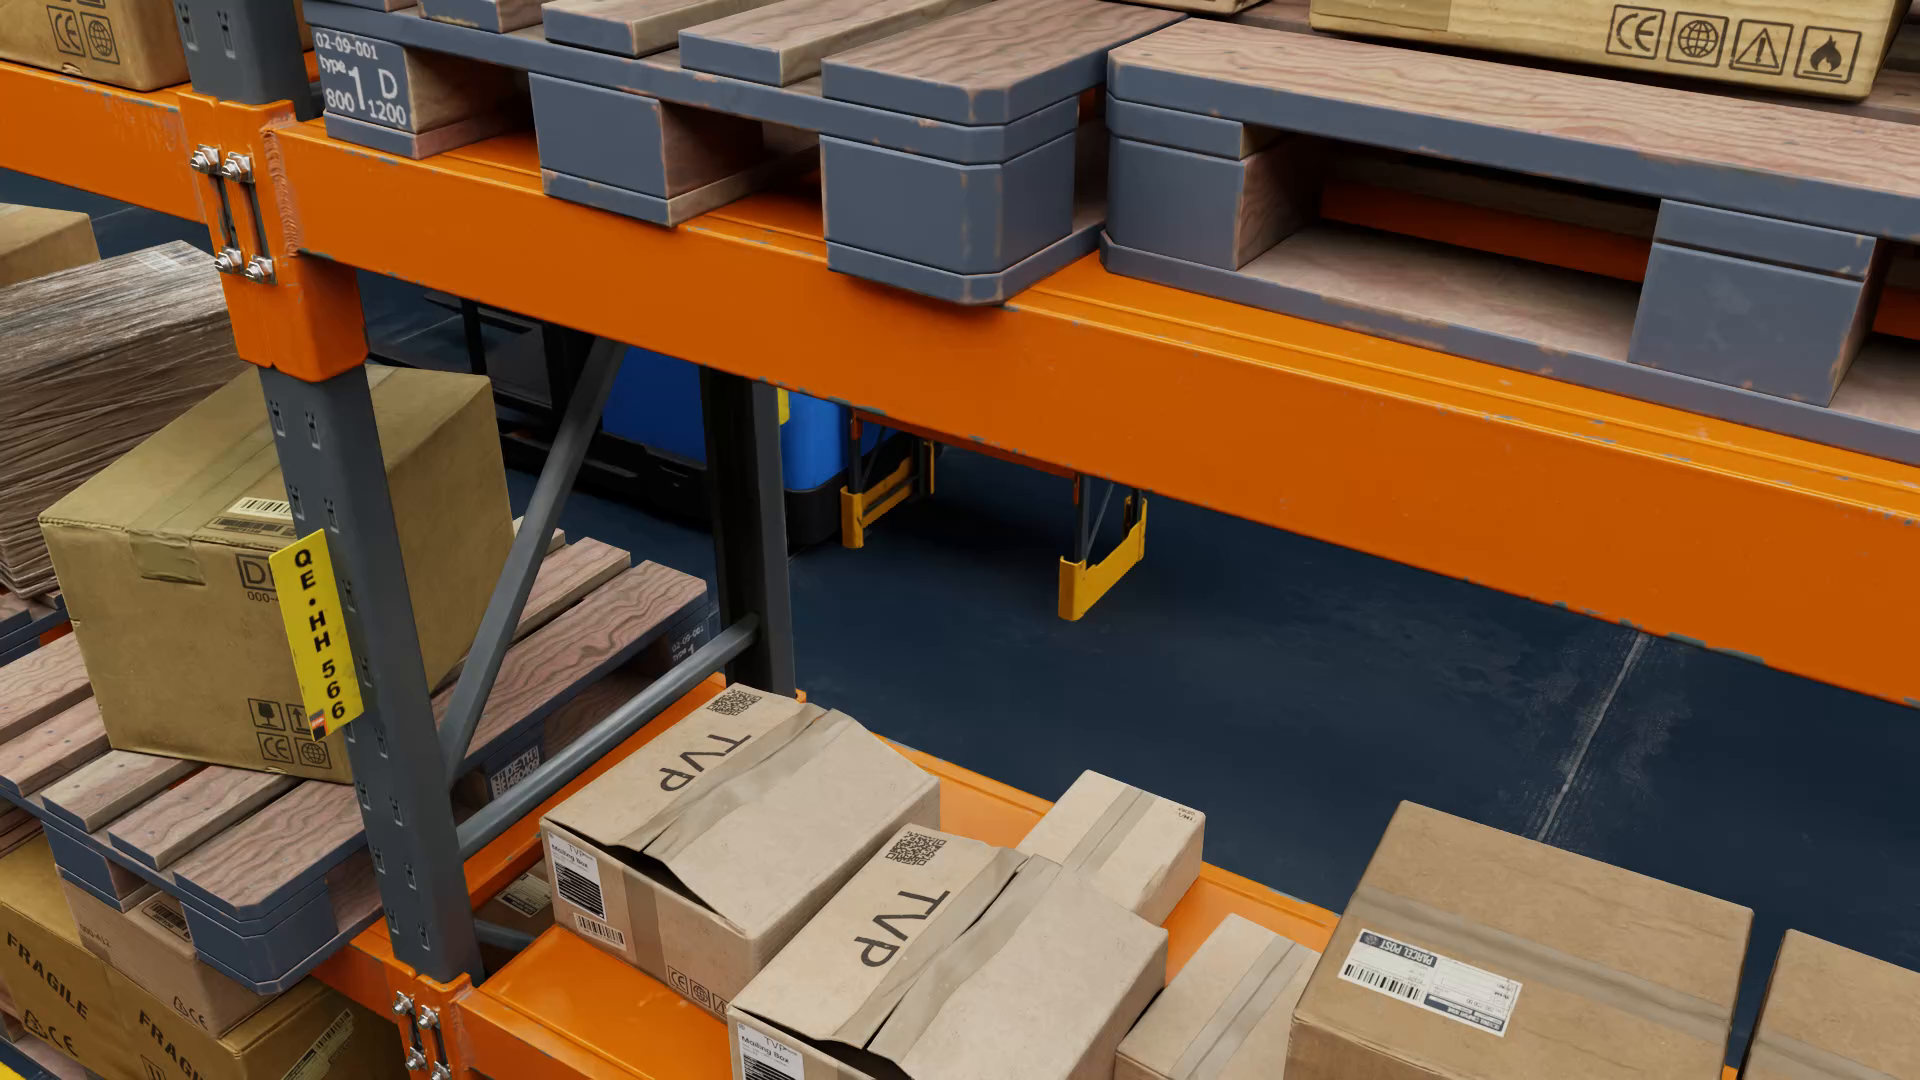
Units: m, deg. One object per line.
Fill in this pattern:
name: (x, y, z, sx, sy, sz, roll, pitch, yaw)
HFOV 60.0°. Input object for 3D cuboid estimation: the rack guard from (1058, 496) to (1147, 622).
rack guard: (0.551, 0.066, 6.389, 0.087, 0.250, 0.587, 18, 35, 27)

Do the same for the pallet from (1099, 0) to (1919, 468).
pallet: (0.906, -0.397, 1.665, 1.213, 0.211, 1.003, 19, 35, 30)

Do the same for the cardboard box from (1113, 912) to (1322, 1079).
cardboard box: (0.445, 0.801, 2.650, 0.250, 0.149, 0.380, 20, 36, 31)

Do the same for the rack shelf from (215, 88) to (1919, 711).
rack shelf: (1.029, -0.074, 1.638, 4.000, 0.370, 1.077, 18, 35, 27)

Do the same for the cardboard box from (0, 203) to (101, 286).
cardboard box: (-2.524, -0.474, 4.070, 0.500, 0.500, 0.700, 9, 31, 15)

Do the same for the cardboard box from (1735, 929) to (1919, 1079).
cardboard box: (1.211, 0.915, 2.105, 0.500, 0.500, 0.500, 18, 35, 27)

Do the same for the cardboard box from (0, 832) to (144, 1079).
cardboard box: (-2.020, 0.975, 4.145, 0.500, 0.500, 0.500, 16, 34, 26)

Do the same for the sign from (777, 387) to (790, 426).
sign: (-0.373, -0.363, 3.247, 0.005, 0.325, 0.100, 18, 35, 27)

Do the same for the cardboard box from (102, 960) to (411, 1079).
cardboard box: (-1.582, 1.114, 3.908, 0.500, 0.500, 0.500, 19, 35, 29)

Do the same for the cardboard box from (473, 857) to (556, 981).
cardboard box: (-0.898, 1.021, 4.068, 0.500, 0.500, 0.500, 19, 35, 29)

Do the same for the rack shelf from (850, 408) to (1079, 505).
rack shelf: (0.136, -0.449, 6.389, 1.000, 0.185, 0.538, 18, 35, 27)

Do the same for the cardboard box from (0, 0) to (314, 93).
cardboard box: (-1.052, -1.067, 2.525, 0.500, 0.500, 0.910, 18, 35, 27)

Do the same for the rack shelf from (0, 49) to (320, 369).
rack shelf: (-2.359, -1.146, 3.475, 4.000, 0.370, 1.077, 18, 35, 27)

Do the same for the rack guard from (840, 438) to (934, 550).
rack guard: (-0.293, -0.201, 6.846, 0.087, 0.250, 0.587, 18, 35, 27)

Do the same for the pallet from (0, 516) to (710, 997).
pallet: (-1.276, 0.306, 3.439, 1.003, 0.211, 1.213, 18, 35, 27)

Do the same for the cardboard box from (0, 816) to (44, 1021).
cardboard box: (-2.468, 0.837, 4.382, 0.500, 0.500, 0.500, 16, 34, 26)

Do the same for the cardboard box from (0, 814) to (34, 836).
cardboard box: (-2.500, 0.505, 4.208, 0.500, 0.250, 0.500, 17, 34, 26)

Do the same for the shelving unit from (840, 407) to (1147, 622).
shelving unit: (0.129, -0.607, 6.303, 1.083, 1.500, 0.587, 18, 35, 27)

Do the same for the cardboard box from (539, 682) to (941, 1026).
cardboard box: (-0.380, 0.529, 2.954, 0.500, 0.311, 0.500, 20, 36, 30)

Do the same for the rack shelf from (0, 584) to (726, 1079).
rack shelf: (-2.359, 0.150, 4.230, 4.000, 0.370, 1.077, 18, 35, 27)

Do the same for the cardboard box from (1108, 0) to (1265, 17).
cardboard box: (0.203, -0.807, 1.912, 0.500, 0.250, 0.500, 19, 35, 29)

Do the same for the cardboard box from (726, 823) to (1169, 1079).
cardboard box: (-0.010, 0.736, 2.601, 0.500, 0.311, 0.500, 17, 34, 27)

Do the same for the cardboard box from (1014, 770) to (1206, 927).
cardboard box: (0.244, 0.606, 2.983, 0.250, 0.149, 0.380, 18, 35, 27)

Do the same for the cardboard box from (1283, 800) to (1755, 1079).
cardboard box: (0.765, 0.774, 2.347, 0.500, 0.500, 0.500, 16, 34, 25)

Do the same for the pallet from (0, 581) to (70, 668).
pallet: (-2.314, -0.061, 4.069, 1.213, 0.211, 1.003, 18, 35, 27)

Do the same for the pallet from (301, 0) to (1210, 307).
pallet: (-0.043, -0.696, 2.176, 1.003, 0.211, 1.213, 19, 35, 30)

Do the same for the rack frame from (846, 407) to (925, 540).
rack frame: (-0.294, -0.741, 6.531, 0.032, 1.500, 0.500, 18, 35, 27)

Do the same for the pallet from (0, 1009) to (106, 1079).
pallet: (-2.306, 1.036, 4.765, 1.213, 0.211, 1.003, 18, 35, 27)

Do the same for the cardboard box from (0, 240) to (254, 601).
cardboard box: (-1.931, -0.297, 3.766, 0.500, 0.500, 0.700, 25, 39, 36)

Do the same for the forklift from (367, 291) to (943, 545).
forklift: (-1.595, -1.791, 6.912, 3.031, 2.935, 1.130, 18, 35, 27)

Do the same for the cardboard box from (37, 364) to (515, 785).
cardboard box: (-1.258, 0.030, 3.207, 0.500, 0.500, 0.700, 6, 31, 11)

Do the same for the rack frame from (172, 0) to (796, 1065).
rack frame: (-0.667, 0.376, 3.128, 0.053, 2.616, 0.949, 18, 35, 27)

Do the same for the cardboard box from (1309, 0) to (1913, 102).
cardboard box: (0.681, -0.649, 1.641, 0.500, 0.250, 0.500, 17, 34, 26)

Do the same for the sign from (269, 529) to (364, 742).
sign: (-0.945, 0.143, 2.458, 0.005, 0.325, 0.100, 18, 35, 27)

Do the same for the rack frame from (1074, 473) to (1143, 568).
rack frame: (0.567, -0.469, 6.065, 0.032, 1.500, 0.500, 18, 35, 27)

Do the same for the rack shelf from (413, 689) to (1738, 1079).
rack shelf: (1.029, 1.221, 2.394, 4.000, 0.370, 1.077, 18, 35, 27)

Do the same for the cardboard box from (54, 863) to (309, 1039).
cardboard box: (-1.632, 0.777, 3.741, 0.500, 0.250, 0.500, 19, 35, 29)
